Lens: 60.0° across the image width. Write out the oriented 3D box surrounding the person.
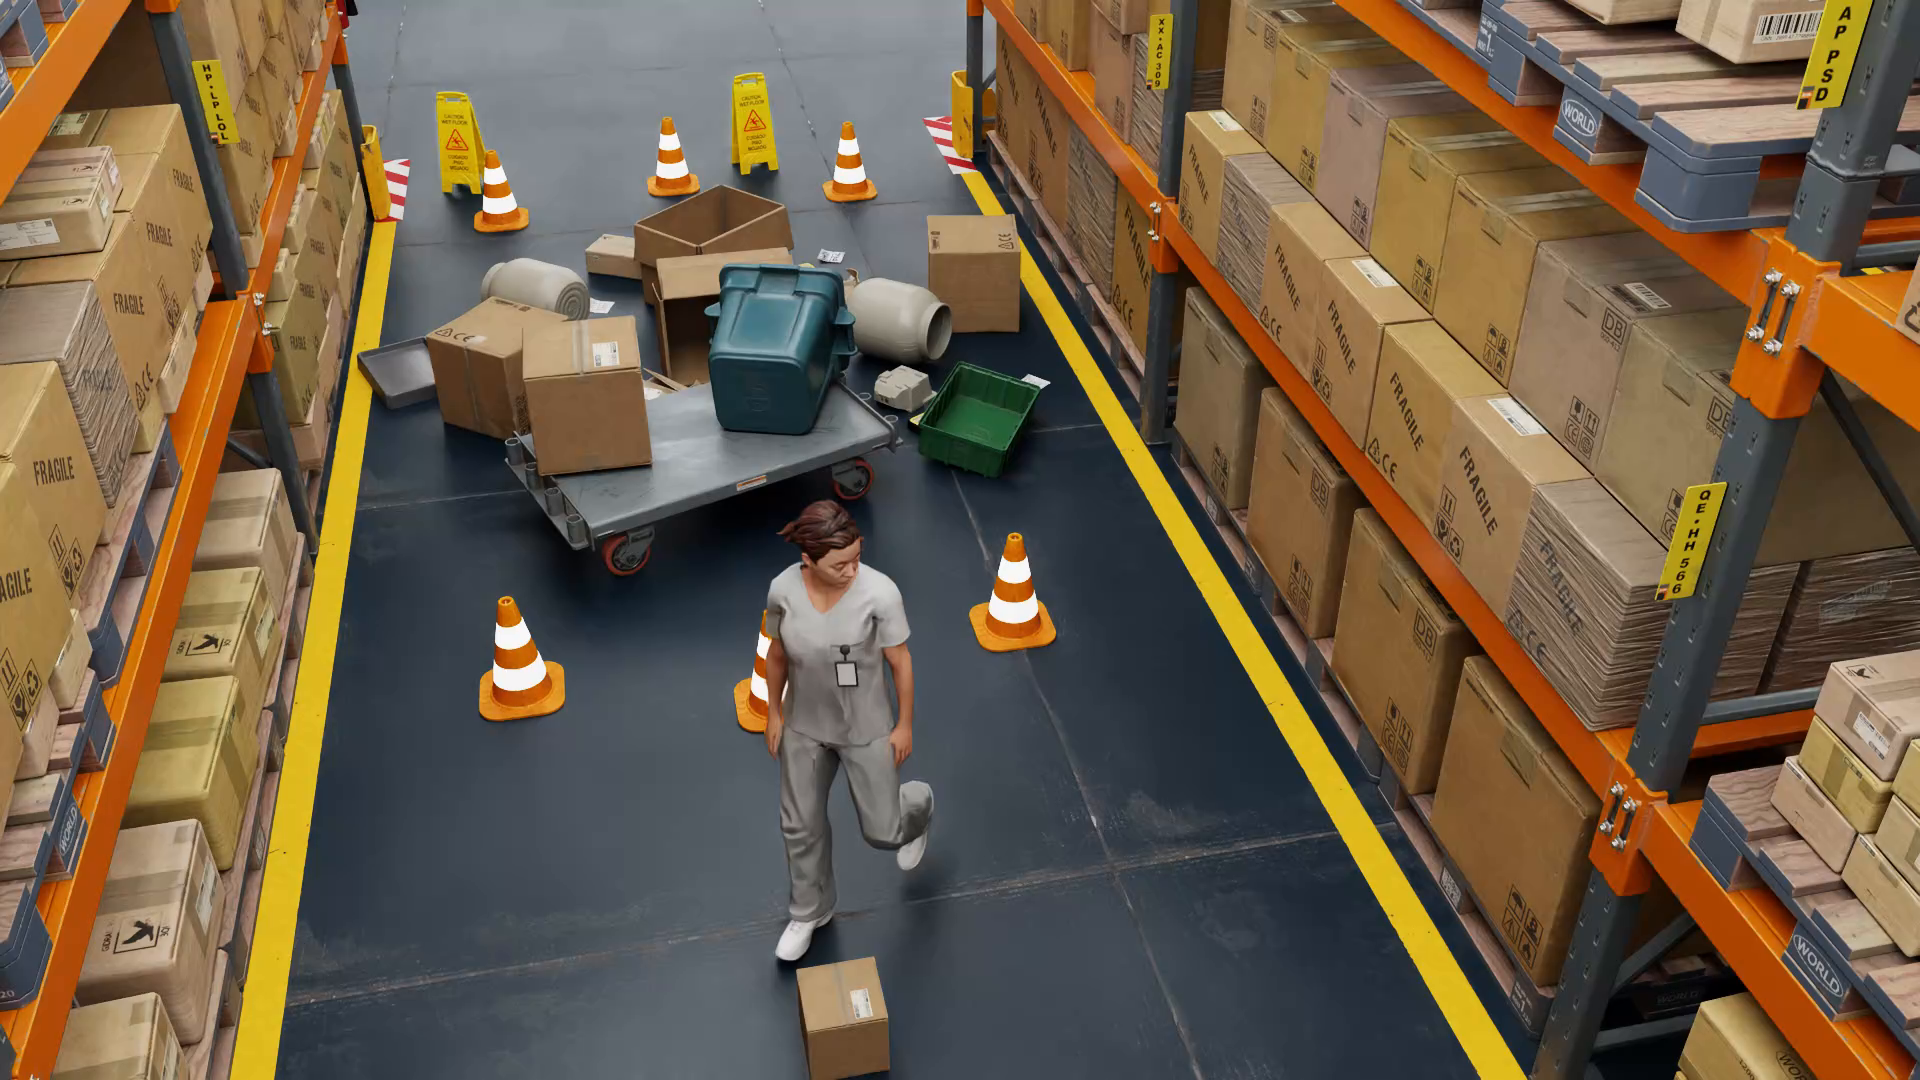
[{"bbox_3d":[-0.376,0.565,5.306,0.481,1.664,0.701,9,36,13],"label":"person"}]
